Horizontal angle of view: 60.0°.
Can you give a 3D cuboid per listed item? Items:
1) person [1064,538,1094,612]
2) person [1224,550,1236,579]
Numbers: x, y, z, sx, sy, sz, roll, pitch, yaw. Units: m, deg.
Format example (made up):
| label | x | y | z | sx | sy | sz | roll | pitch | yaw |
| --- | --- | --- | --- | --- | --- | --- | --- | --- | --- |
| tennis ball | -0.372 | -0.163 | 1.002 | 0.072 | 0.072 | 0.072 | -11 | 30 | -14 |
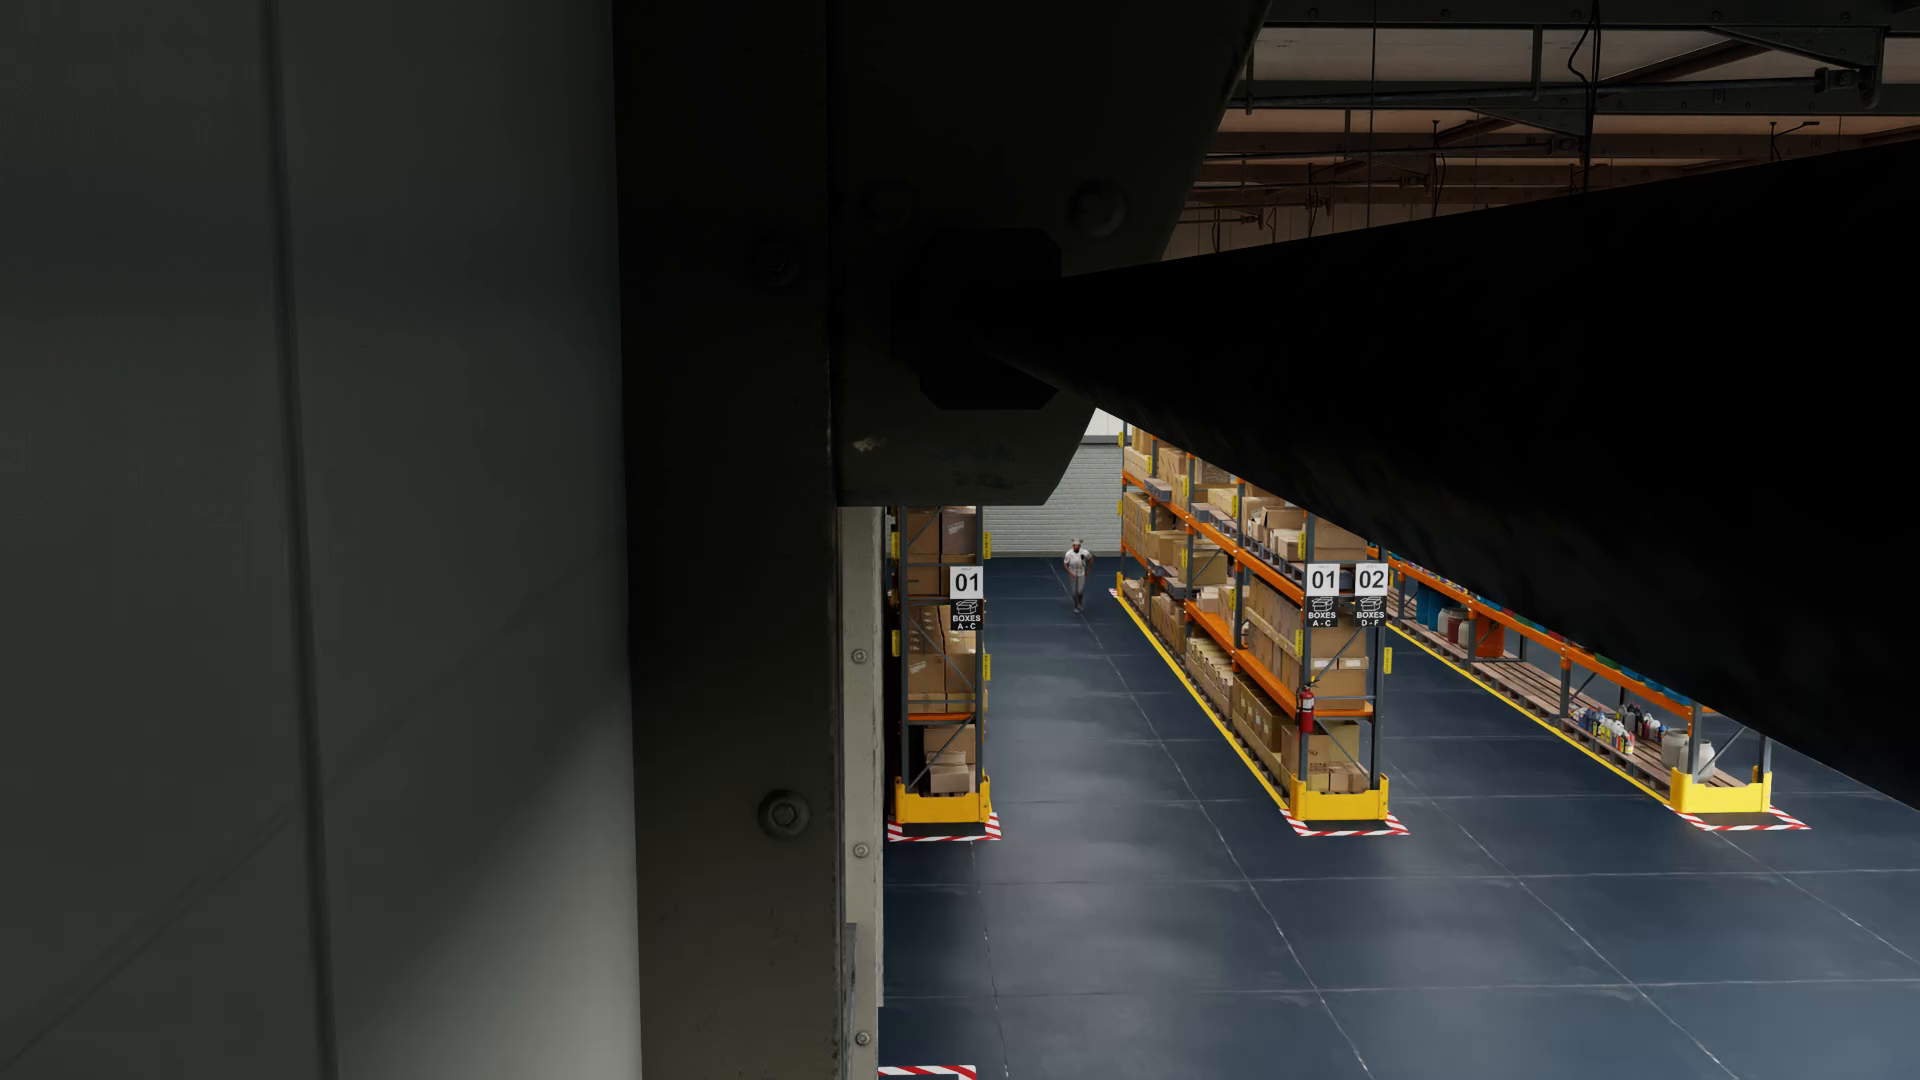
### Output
| label | x | y | z | sx | sy | sz | roll | pitch | yaw |
| --- | --- | --- | --- | --- | --- | --- | --- | --- | --- |
| person | 2.447 | 0.721 | 34.343 | 0.603 | 1.600 | 0.736 | 1 | 8 | 9 |
| person | 5.707 | 0.521 | 35.470 | 0.595 | 1.669 | 1.084 | -1 | 8 | -5 |
